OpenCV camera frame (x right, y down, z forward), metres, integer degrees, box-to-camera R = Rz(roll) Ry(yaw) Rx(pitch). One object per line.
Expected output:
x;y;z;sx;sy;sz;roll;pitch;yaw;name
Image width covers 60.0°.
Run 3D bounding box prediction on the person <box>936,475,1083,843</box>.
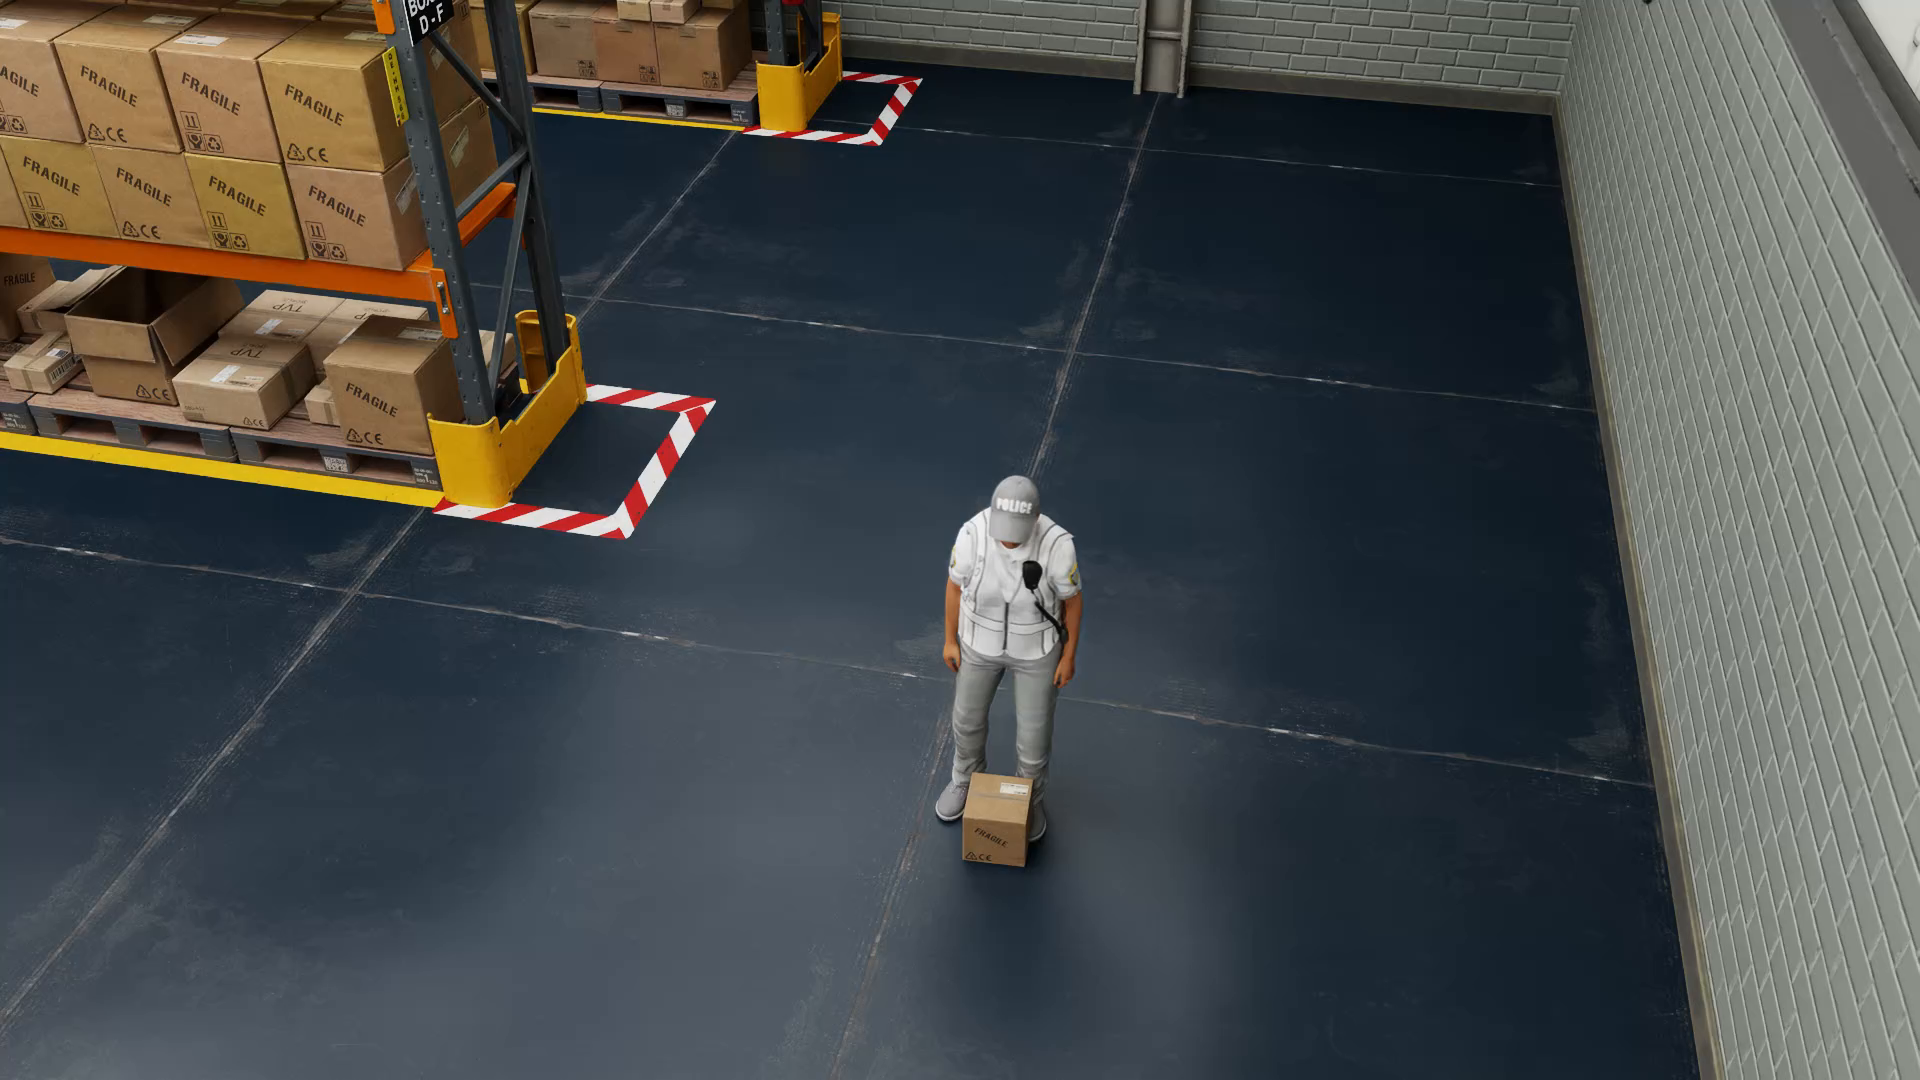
0.185;0.422;6.393;0.542;1.666;0.469;7;37;10;person
